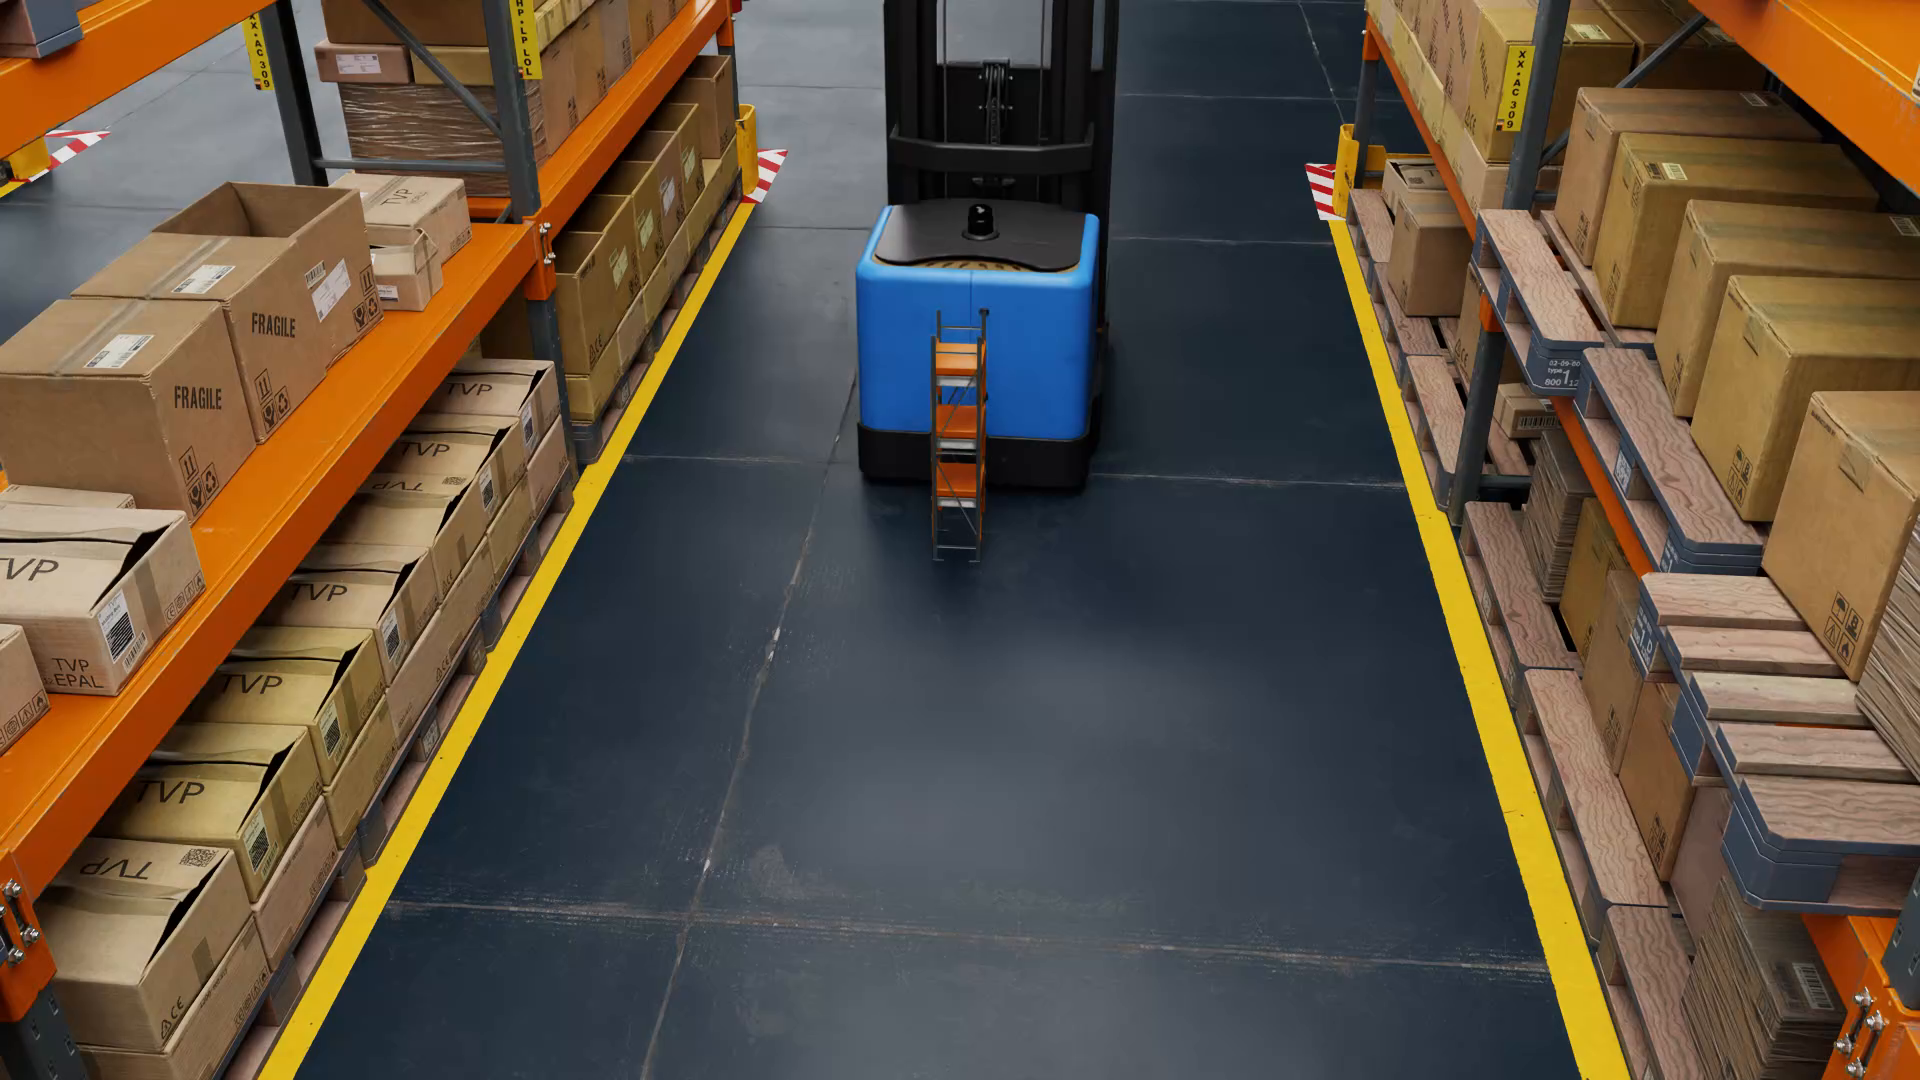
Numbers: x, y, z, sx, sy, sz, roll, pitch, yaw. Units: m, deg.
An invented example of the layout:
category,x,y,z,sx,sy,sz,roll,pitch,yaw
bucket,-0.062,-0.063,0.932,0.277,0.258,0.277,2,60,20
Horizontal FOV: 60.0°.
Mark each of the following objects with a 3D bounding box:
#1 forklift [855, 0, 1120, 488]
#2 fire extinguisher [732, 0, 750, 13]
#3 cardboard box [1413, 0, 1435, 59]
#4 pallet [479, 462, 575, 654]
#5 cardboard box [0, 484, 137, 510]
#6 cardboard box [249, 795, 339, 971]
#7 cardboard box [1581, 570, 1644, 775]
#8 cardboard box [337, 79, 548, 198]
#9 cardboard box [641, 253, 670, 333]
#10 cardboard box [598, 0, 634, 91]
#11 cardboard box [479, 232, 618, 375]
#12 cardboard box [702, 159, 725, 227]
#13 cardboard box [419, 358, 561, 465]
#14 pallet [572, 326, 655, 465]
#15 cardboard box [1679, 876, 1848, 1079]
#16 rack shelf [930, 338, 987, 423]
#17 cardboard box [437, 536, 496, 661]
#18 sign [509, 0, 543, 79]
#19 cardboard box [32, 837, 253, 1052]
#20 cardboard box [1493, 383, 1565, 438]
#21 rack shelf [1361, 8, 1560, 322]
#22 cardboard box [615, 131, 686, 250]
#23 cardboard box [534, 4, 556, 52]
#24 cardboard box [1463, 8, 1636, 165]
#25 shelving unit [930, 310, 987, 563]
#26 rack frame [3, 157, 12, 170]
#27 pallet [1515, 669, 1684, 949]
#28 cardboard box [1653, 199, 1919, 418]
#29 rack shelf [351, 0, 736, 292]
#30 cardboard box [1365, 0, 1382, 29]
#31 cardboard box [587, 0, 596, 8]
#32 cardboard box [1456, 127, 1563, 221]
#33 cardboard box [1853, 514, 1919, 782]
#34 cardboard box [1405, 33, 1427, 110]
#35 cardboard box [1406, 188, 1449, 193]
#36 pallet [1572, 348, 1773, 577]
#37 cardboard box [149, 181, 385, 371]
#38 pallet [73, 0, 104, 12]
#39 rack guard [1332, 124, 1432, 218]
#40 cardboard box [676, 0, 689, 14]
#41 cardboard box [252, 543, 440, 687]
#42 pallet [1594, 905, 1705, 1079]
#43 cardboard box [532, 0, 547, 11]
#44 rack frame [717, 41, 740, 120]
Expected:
category,x,y,z,sx,sy,sz,roll,pitch,yaw
forklift,0.218,-2.236,8.085,1.130,2.935,3.031,3,32,6
fire extinguisher,-1.468,-3.650,10.387,0.296,0.674,0.183,2,32,4
cardboard box,2.530,-2.660,8.116,0.500,0.500,0.500,3,32,6
pallet,-2.288,0.025,7.008,1.003,0.211,1.213,2,32,4
cardboard box,-2.544,-0.020,4.662,0.380,0.149,0.250,5,32,8
cardboard box,-2.217,1.010,4.972,0.500,0.250,0.500,2,32,3
cardboard box,2.554,0.460,5.607,0.700,0.500,0.500,3,32,5
cardboard box,-2.237,-1.824,7.255,0.700,0.500,0.500,2,32,3
cardboard box,-1.835,-1.309,8.736,0.500,0.250,0.500,2,32,4
cardboard box,-2.115,-2.630,8.563,0.700,0.500,0.500,3,32,5
cardboard box,-1.917,-1.106,7.691,0.500,0.500,0.500,2,32,4
cardboard box,-1.719,-2.094,10.009,0.500,0.250,0.500,2,32,4
cardboard box,-2.014,-0.572,7.005,0.500,0.311,0.500,2,32,4
pallet,-2.160,-0.776,8.308,1.003,0.211,1.213,2,32,4
cardboard box,2.352,1.250,4.325,0.700,0.500,0.500,3,32,5
rack shelf,-0.004,-0.652,6.786,0.215,0.259,0.240,2,32,4
cardboard box,-2.095,0.204,6.281,0.500,0.250,0.500,3,32,5
sign,-1.725,-1.990,6.592,0.100,0.325,0.005,2,32,4
cardboard box,-2.257,1.034,4.399,0.500,0.311,0.500,3,32,6
cardboard box,2.685,-0.602,7.648,0.380,0.166,0.250,-2,32,-2
rack shelf,2.834,-2.079,8.450,1.077,0.370,4.000,2,32,4
cardboard box,-1.797,-1.890,8.964,0.500,0.500,0.500,2,32,4
cardboard box,-2.012,-2.266,7.355,0.380,0.149,0.250,2,32,3
cardboard box,2.401,-1.864,6.824,0.500,0.500,0.500,2,32,4
shelving unit,-0.004,-0.419,6.929,0.215,1.050,0.252,2,32,4
rack frame,-6.877,-3.854,10.645,1.000,3.000,0.127,2,32,4
pallet,2.513,0.895,5.597,1.003,0.211,1.213,2,32,4
cardboard box,2.521,-0.667,4.959,0.700,0.500,0.500,7,32,11
rack shelf,-2.104,-2.289,8.790,1.077,0.370,4.000,2,32,4
cardboard box,2.641,-3.134,9.600,0.500,0.250,0.500,2,32,3
cardboard box,-1.951,-2.674,8.016,0.380,0.149,0.250,2,32,3
cardboard box,2.408,-1.545,7.021,0.500,0.250,0.500,3,32,4
cardboard box,2.374,0.276,3.428,0.700,0.500,0.500,-1,32,-2
cardboard box,2.522,-2.332,8.298,0.500,0.250,0.500,3,32,4
cardboard box,2.804,-1.818,9.484,0.500,0.311,0.500,5,32,8
pallet,2.466,-0.203,4.903,1.003,0.211,1.213,2,32,4
cardboard box,-2.388,-0.915,5.781,0.500,0.500,0.500,5,32,8
pallet,-2.538,-1.598,4.304,1.003,0.211,1.213,4,32,6
rack guard,2.991,-2.327,10.550,1.175,0.500,0.348,2,32,4
cardboard box,-1.992,-3.440,9.877,0.700,0.500,0.500,2,32,4
cardboard box,-2.137,0.224,5.714,0.500,0.311,0.500,2,32,3
pallet,2.411,1.531,4.565,1.003,0.211,1.213,2,32,4
cardboard box,-2.197,-2.640,7.344,0.700,0.500,0.500,2,32,4
rack frame,-1.941,-3.641,10.298,1.000,3.000,0.127,2,32,4
